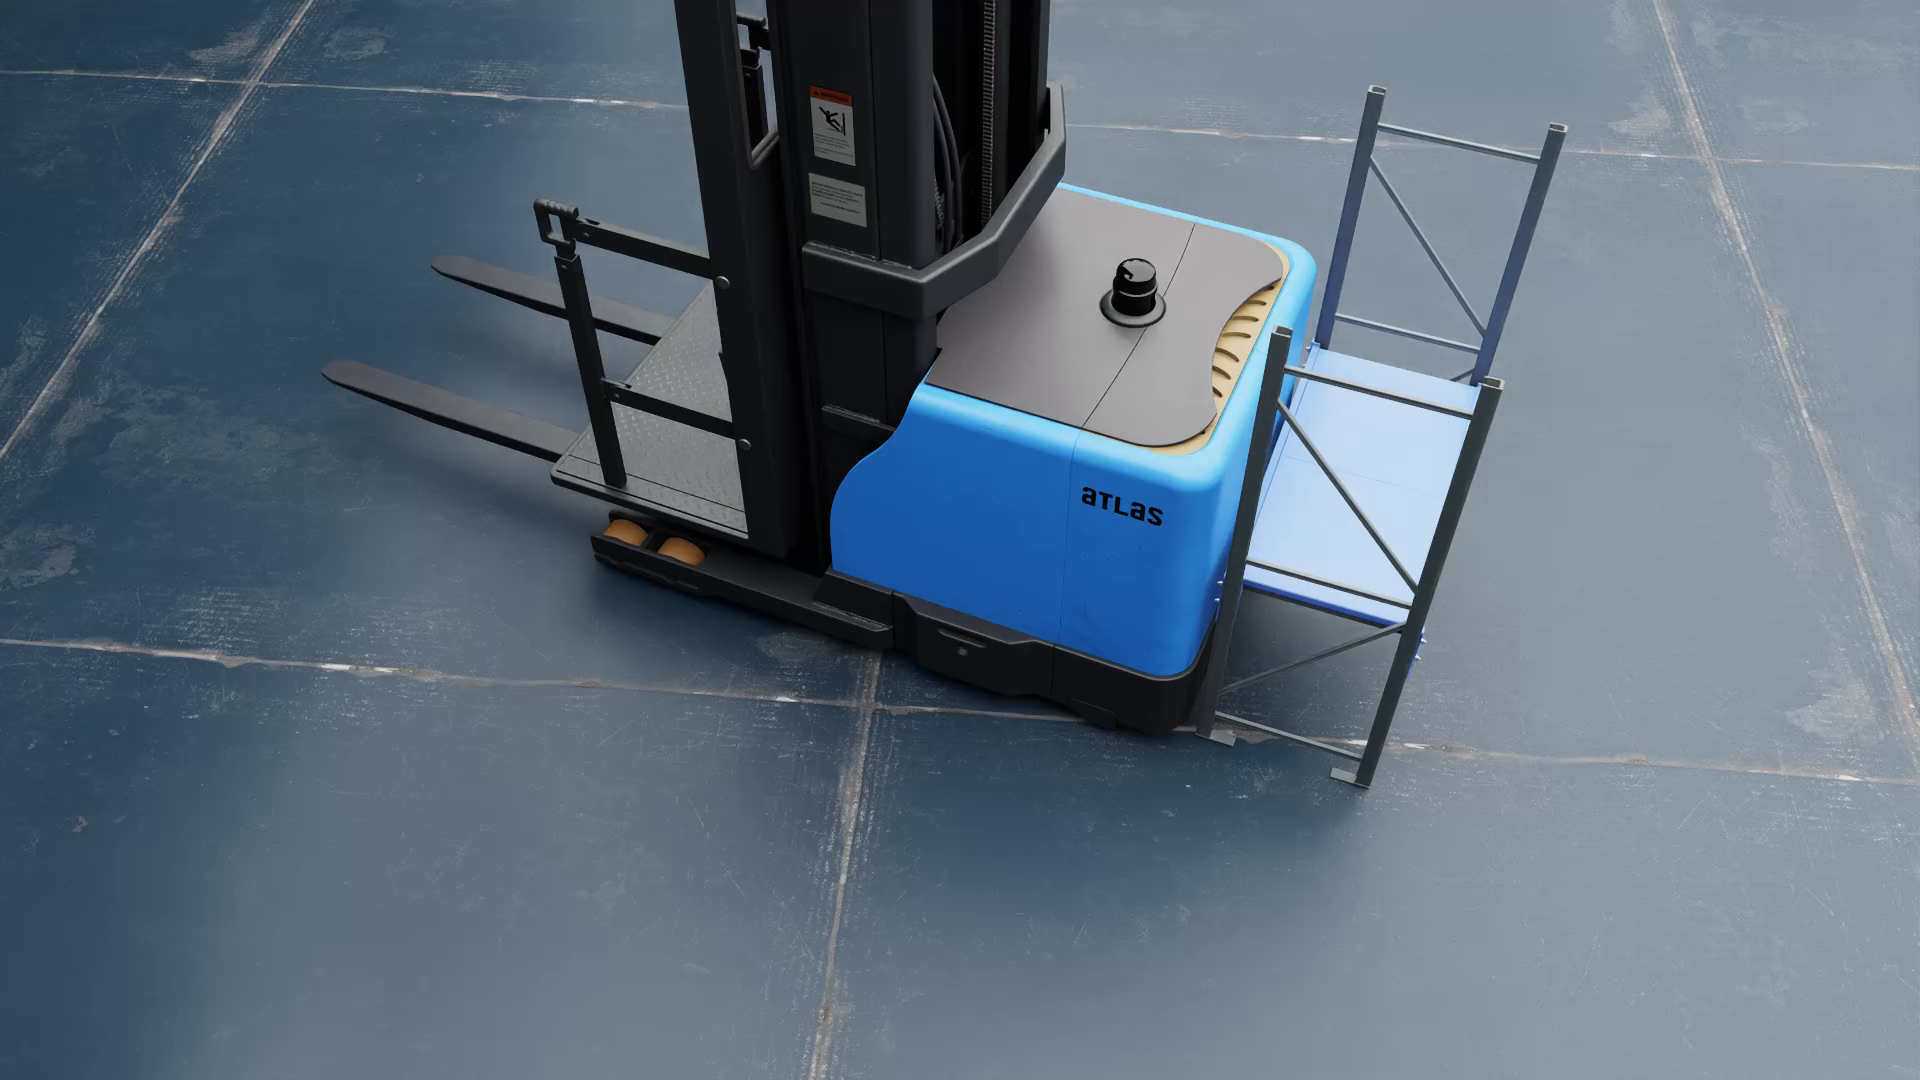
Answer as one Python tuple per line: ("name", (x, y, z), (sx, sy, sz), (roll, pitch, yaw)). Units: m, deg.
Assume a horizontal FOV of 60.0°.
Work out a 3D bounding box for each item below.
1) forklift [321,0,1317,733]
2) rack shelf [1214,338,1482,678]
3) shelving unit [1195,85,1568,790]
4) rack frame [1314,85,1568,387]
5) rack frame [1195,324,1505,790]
("forklift", (-0.577, -1.173, 4.337), (3.031, 2.935, 1.130), (18, 50, 16))
("rack shelf", (1.095, -0.119, 4.584), (0.538, 0.185, 1.000), (16, 50, 14))
("shelving unit", (1.096, -0.240, 4.451), (0.538, 1.500, 1.048), (16, 50, 14))
("rack frame", (1.280, -0.590, 4.771), (0.500, 1.500, 0.032), (16, 50, 14))
("rack frame", (0.913, 0.110, 4.131), (0.500, 1.500, 0.032), (16, 50, 14))
